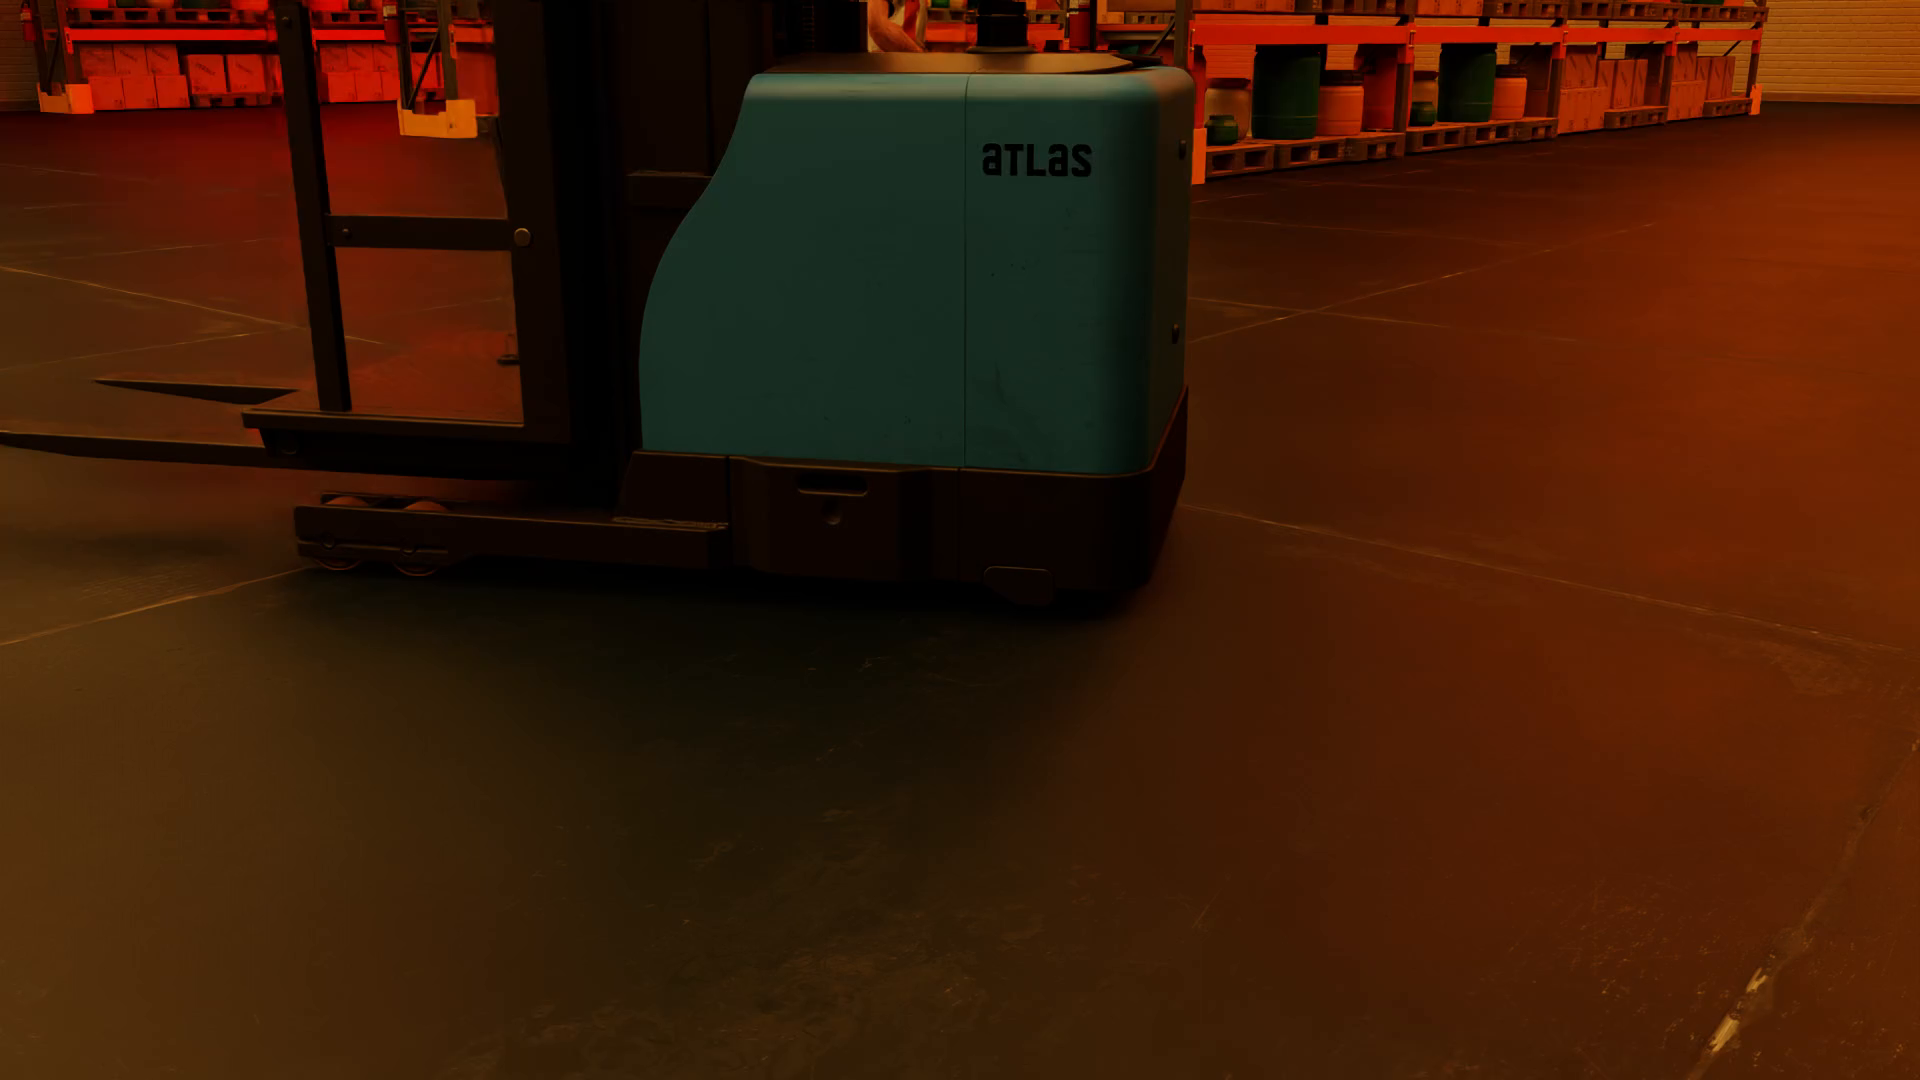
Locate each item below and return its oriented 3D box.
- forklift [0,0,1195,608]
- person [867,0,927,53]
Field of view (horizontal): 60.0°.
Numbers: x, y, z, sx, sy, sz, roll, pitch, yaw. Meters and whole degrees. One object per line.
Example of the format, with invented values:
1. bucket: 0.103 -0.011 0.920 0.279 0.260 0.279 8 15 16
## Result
1. forklift: -1.000 -1.465 3.723 3.031 2.935 1.130 4 17 12
2. person: -0.194 -1.526 6.019 0.518 1.732 0.755 -3 17 -9
